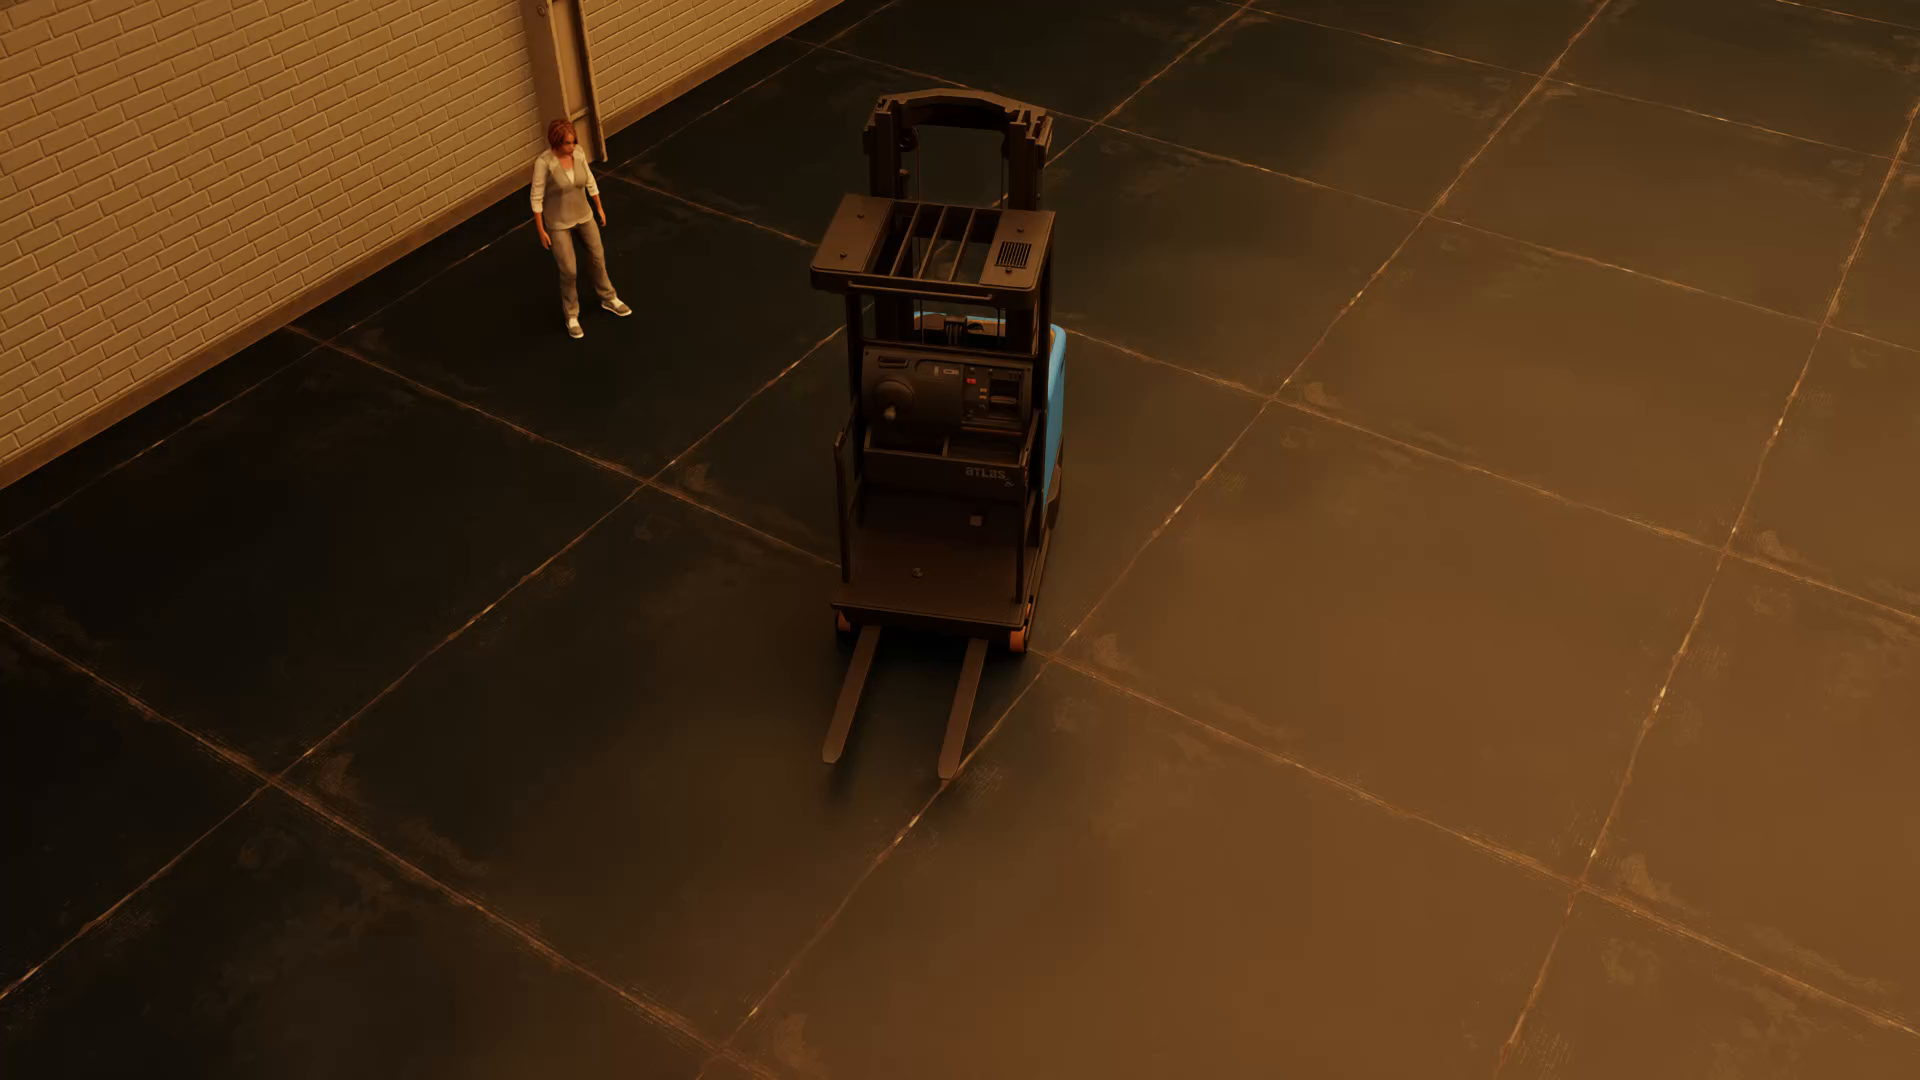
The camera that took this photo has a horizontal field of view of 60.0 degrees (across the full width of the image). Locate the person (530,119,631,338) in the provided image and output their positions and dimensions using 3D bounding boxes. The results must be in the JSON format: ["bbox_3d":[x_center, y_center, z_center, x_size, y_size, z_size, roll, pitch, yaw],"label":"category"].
[{"bbox_3d":[-2.706,-2.218,11.622,0.547,1.595,0.363,-32,50,-32],"label":"person"}]

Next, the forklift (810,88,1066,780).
[{"bbox_3d":[-0.108,-0.731,8.830,1.130,2.935,3.031,7,41,8],"label":"forklift"}]
